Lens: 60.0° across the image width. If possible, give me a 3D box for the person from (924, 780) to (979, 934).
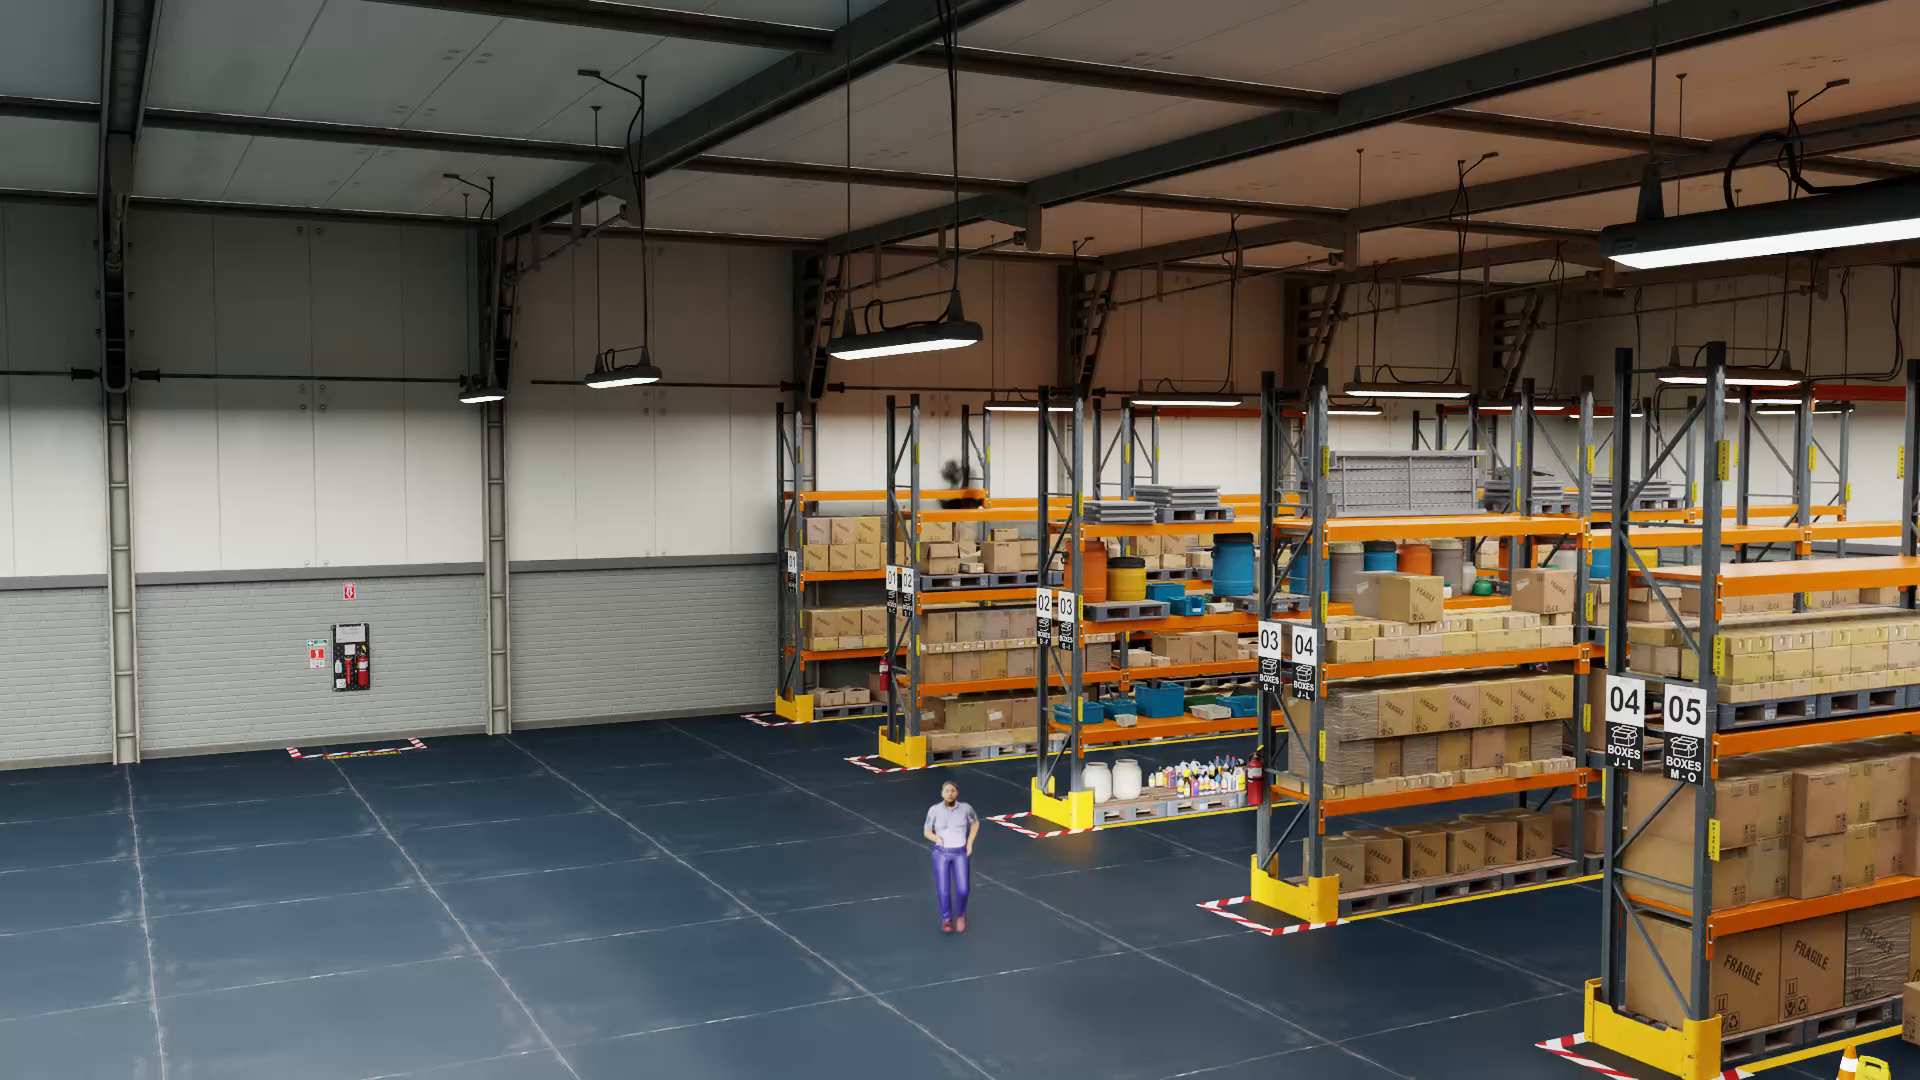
[{"bbox_3d":[-0.086,3.367,17.533,0.589,1.616,0.590,0,3,-1],"label":"person"}]
